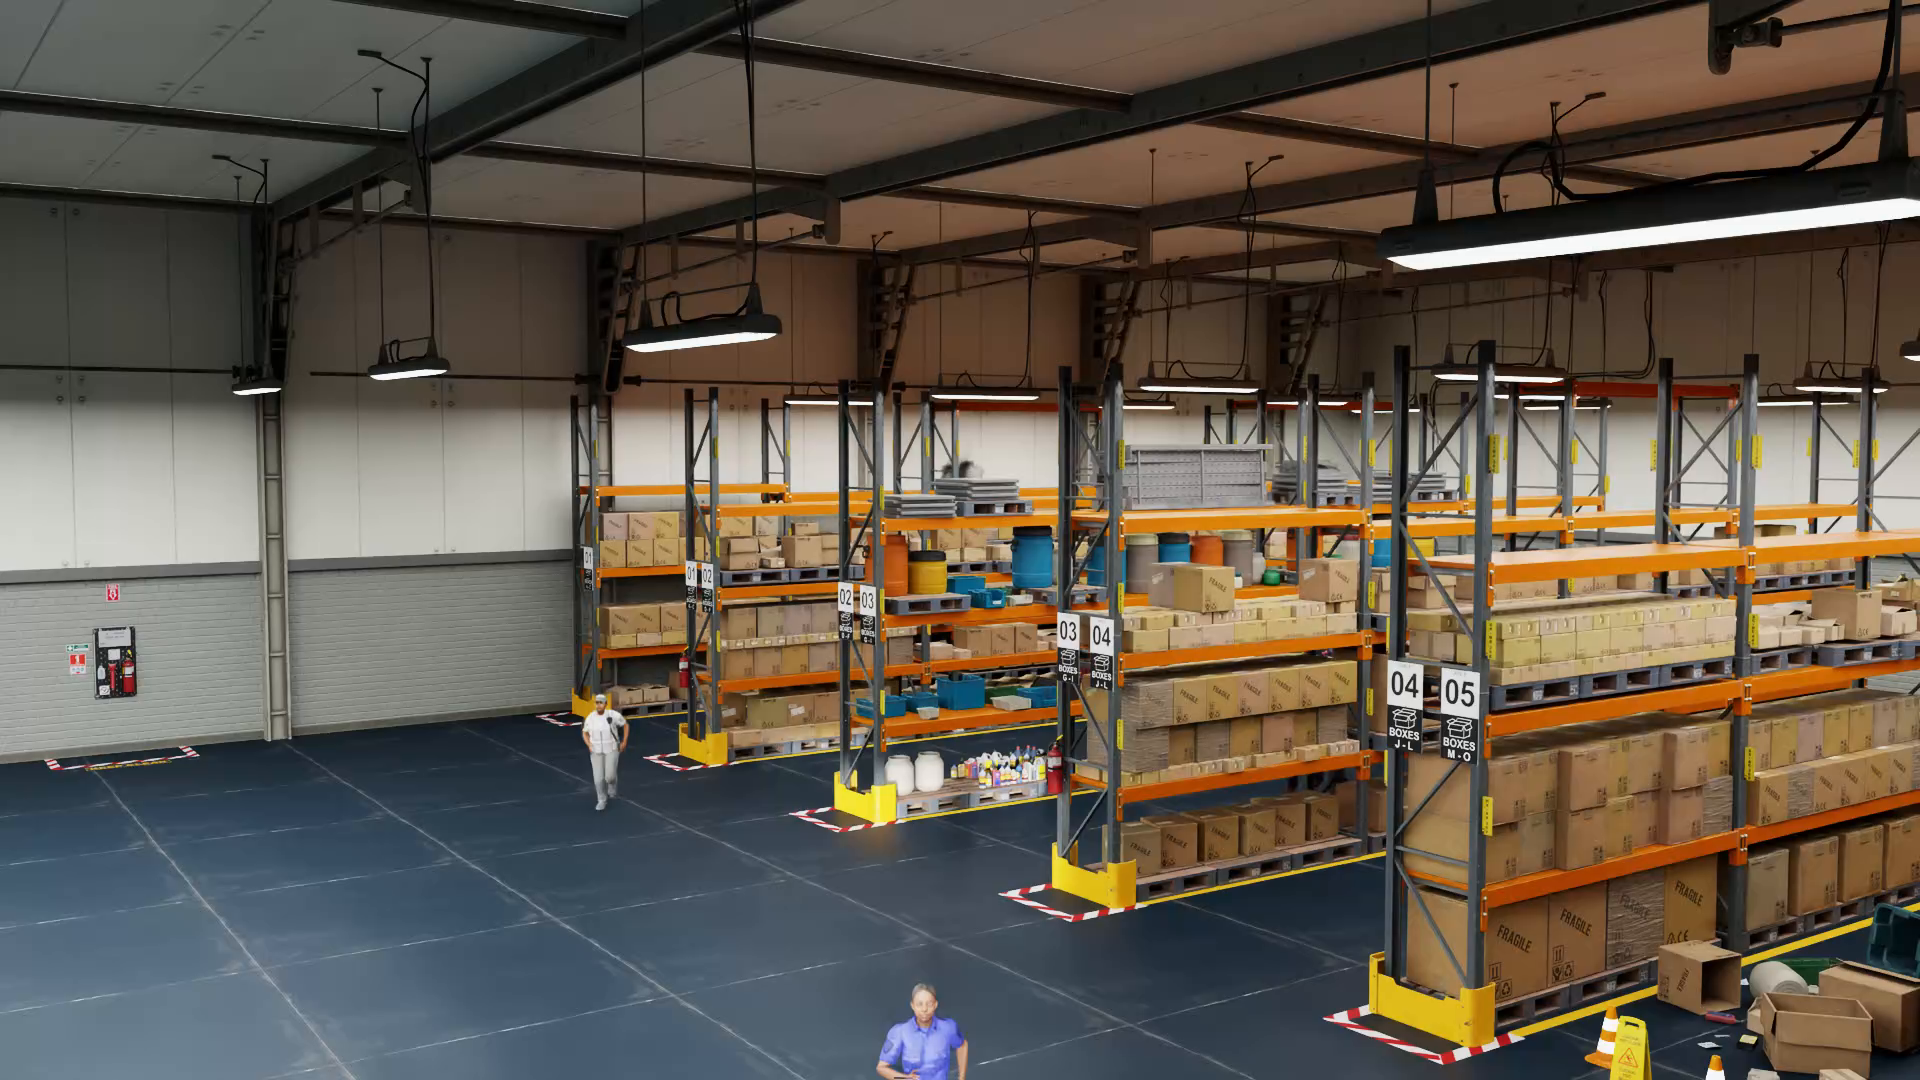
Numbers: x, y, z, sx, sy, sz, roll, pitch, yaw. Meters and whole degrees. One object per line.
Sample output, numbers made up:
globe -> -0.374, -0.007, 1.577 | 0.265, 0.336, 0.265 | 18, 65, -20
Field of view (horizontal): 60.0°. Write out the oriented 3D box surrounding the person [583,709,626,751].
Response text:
person -> -4.993, 2.644, 23.250 | 0.577, 0.584, 0.336 | 0, 3, -1

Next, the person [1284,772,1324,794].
person -> 5.078, 2.986, 24.356 | 0.563, 1.515, 0.725 | 3, 5, 42

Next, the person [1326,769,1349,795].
person -> 5.337, 3.159, 23.469 | 0.706, 0.943, 0.413 | -3, 4, -39
